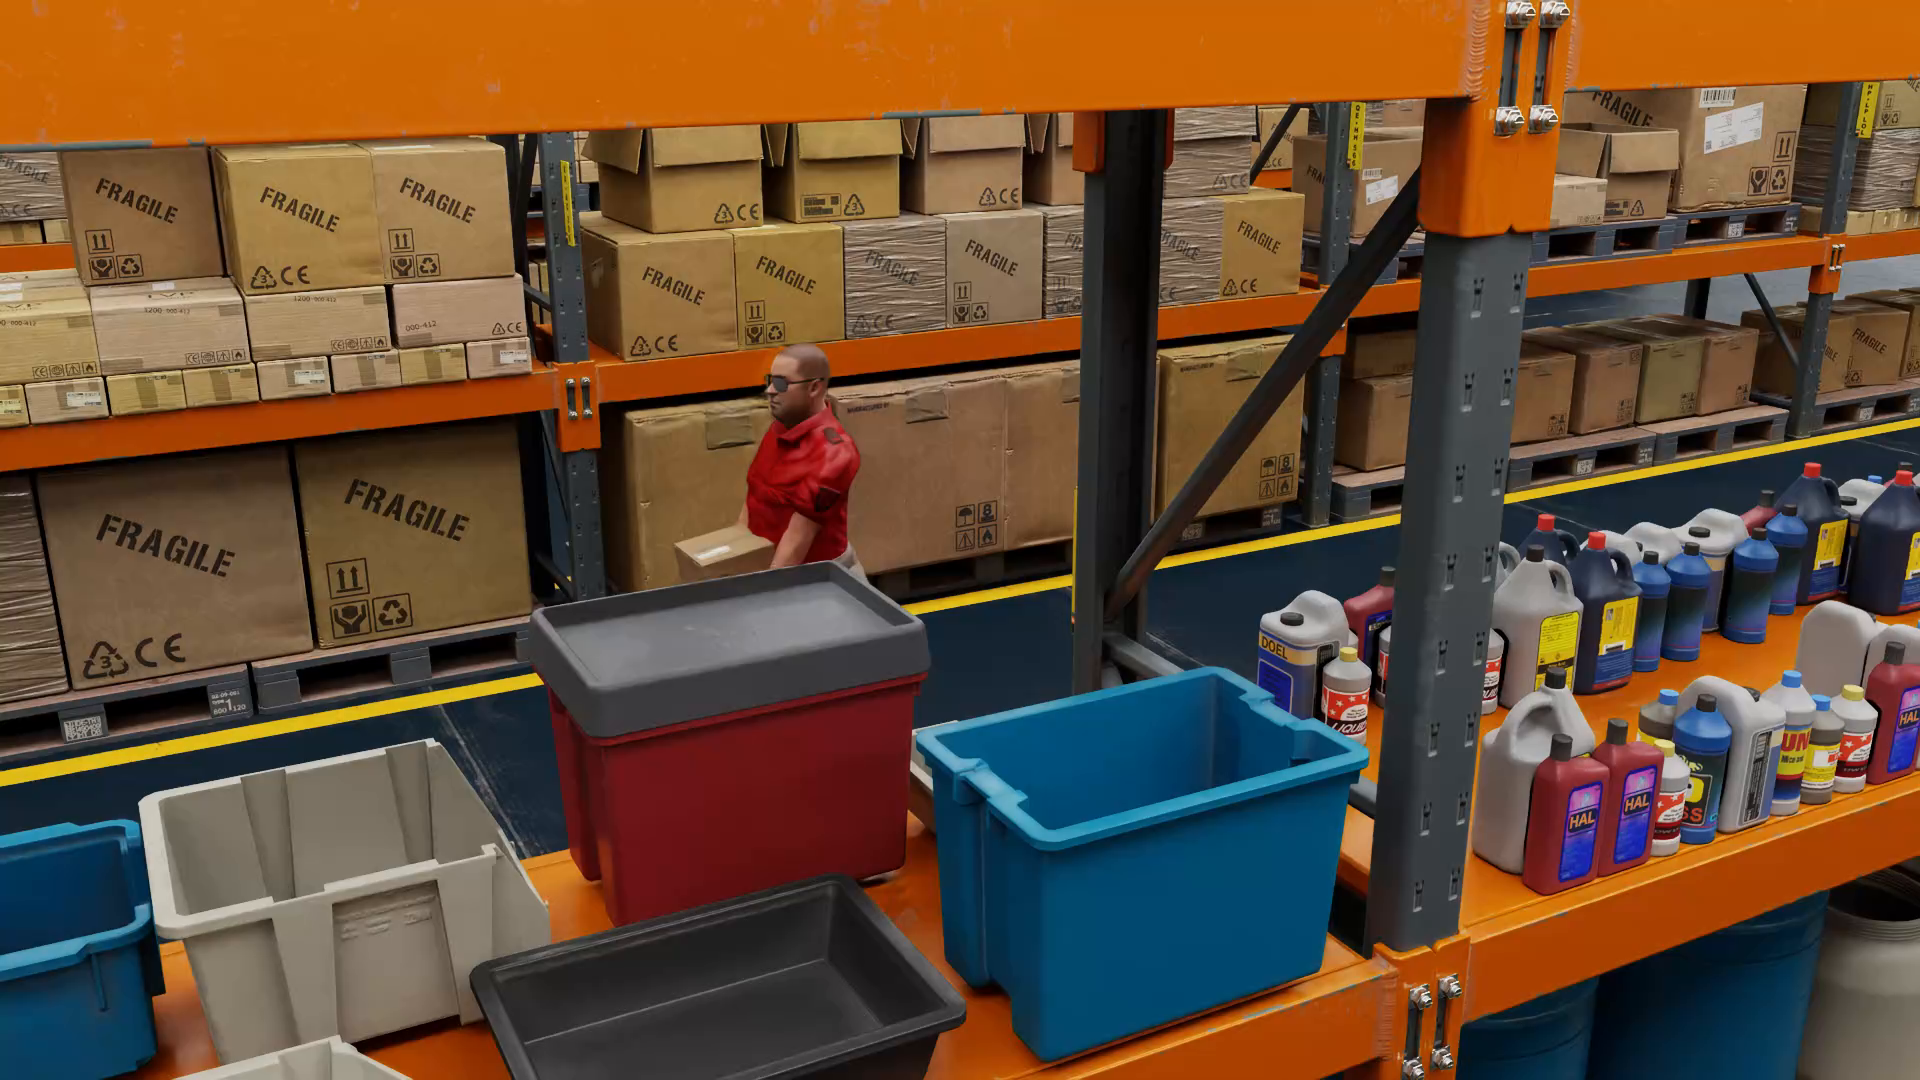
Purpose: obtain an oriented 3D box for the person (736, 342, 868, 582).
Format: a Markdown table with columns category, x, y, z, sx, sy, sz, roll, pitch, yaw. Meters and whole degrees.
| category | x | y | z | sx | sy | sz | roll | pitch | yaw |
| --- | --- | --- | --- | --- | --- | --- | --- | --- | --- |
| person | -0.581 | 0.250 | 5.486 | 0.548 | 1.639 | 0.459 | -10 | 21 | -27 |
